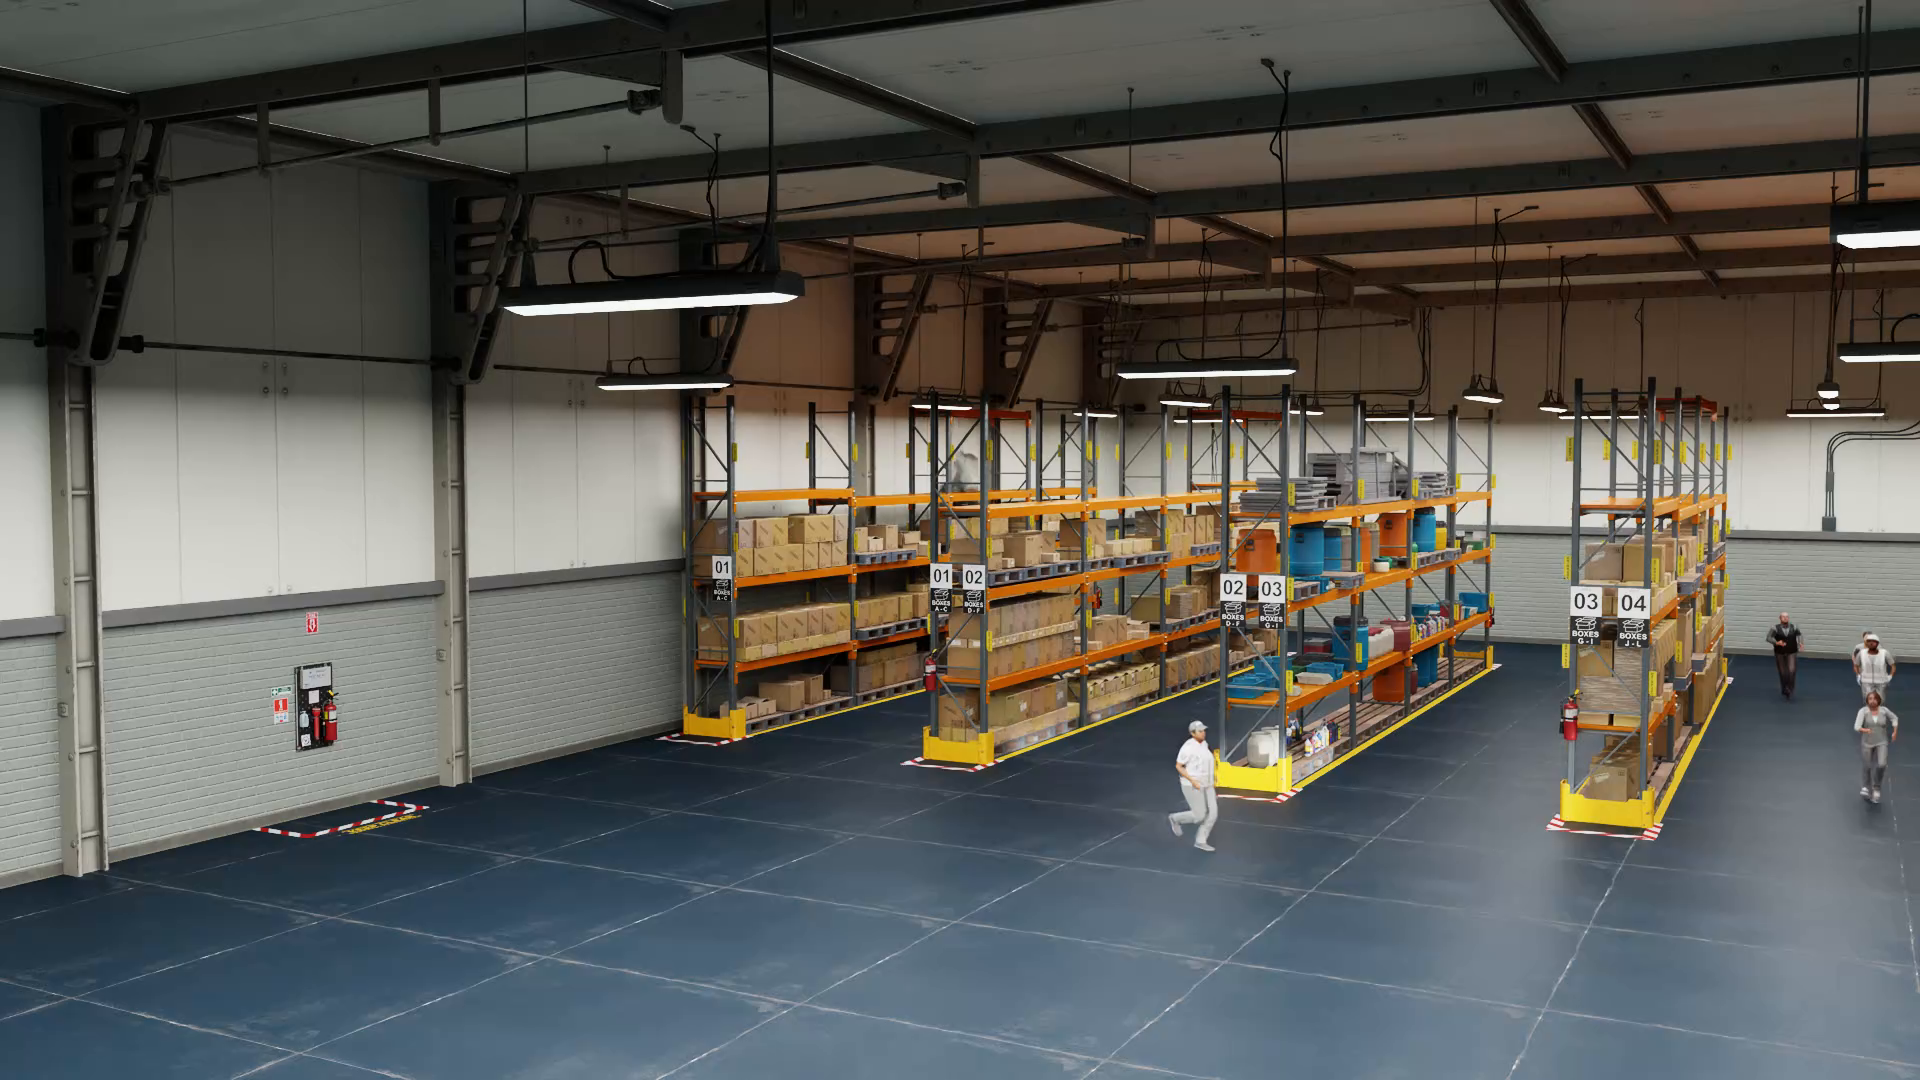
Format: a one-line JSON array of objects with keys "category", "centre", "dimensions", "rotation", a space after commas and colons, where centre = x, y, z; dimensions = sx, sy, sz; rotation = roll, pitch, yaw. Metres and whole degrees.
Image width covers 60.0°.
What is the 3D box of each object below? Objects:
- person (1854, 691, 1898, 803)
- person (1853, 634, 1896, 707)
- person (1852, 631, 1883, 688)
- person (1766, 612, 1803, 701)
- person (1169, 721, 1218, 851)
[{"category": "person", "centre": [13.080, 2.946, 23.762], "dimensions": [0.548, 1.584, 0.808], "rotation": [2, 3, 28]}, {"category": "person", "centre": [16.397, 2.565, 29.857], "dimensions": [0.664, 1.748, 0.576], "rotation": [2, 4, 31]}, {"category": "person", "centre": [17.273, 2.544, 31.617], "dimensions": [0.566, 1.658, 0.933], "rotation": [1, 3, 25]}, {"category": "person", "centre": [16.796, 2.371, 33.889], "dimensions": [0.686, 1.791, 0.758], "rotation": [1, 3, 22]}, {"category": "person", "centre": [2.970, 3.092, 21.007], "dimensions": [0.607, 1.629, 0.608], "rotation": [3, 4, 44]}]
